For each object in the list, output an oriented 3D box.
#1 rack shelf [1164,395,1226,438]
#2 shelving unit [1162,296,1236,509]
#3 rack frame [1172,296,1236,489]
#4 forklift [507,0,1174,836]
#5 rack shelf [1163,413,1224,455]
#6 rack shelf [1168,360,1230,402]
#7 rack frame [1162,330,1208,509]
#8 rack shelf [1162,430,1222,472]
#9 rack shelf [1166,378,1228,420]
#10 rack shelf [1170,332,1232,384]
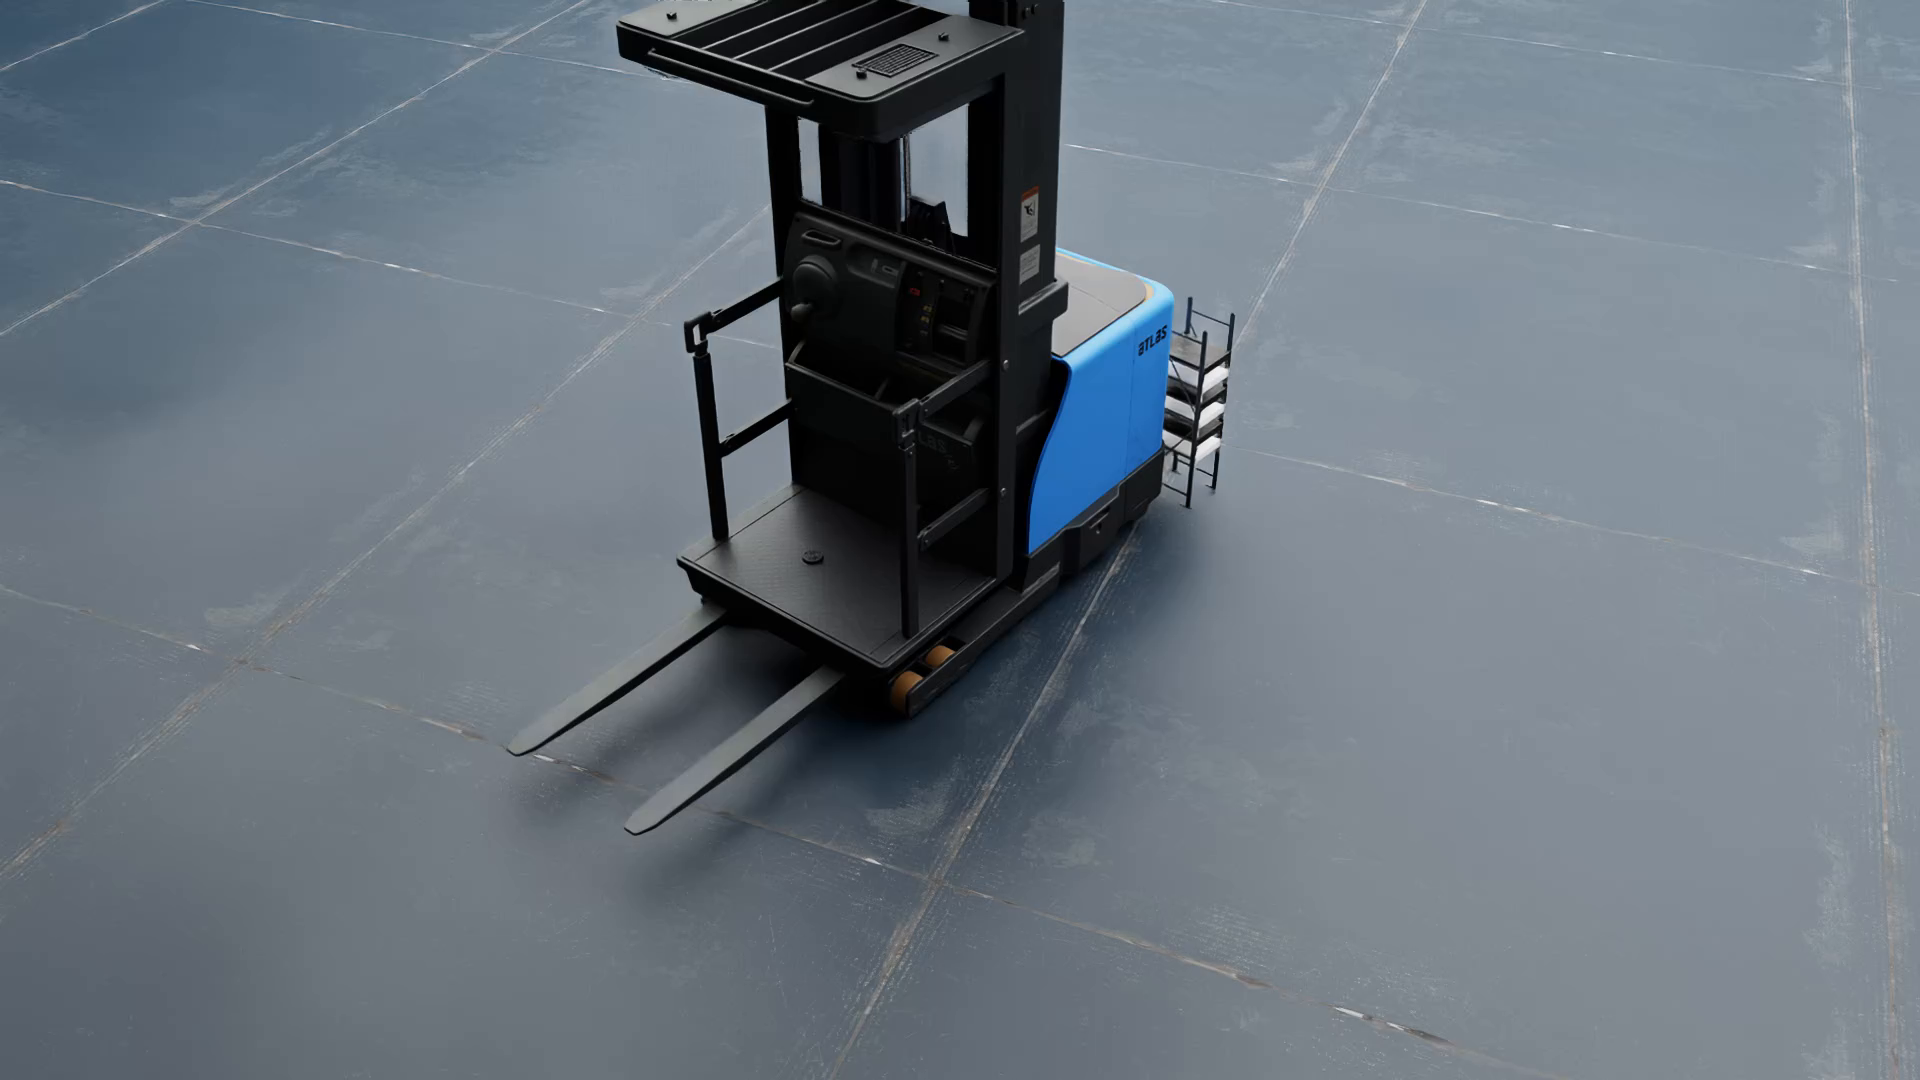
[{"bbox_3d":[1.006,-0.568,7.314,0.258,0.077,0.200,28,45,32],"label":"rack shelf"},{"bbox_3d":[1.006,-0.595,7.294,0.258,0.900,0.210,28,45,32],"label":"shelving unit"},{"bbox_3d":[1.073,-0.641,7.355,0.240,0.900,0.006,28,45,32],"label":"rack frame"},{"bbox_3d":[-0.408,-0.843,5.929,1.130,2.935,3.031,25,44,30],"label":"forklift"},{"bbox_3d":[1.006,-0.496,7.368,0.258,0.077,0.200,28,45,32],"label":"rack shelf"},{"bbox_3d":[1.005,-0.713,7.207,0.258,0.077,0.200,28,45,32],"label":"rack shelf"},{"bbox_3d":[0.938,-0.550,7.234,0.240,0.900,0.006,28,45,32],"label":"rack frame"},{"bbox_3d":[1.006,-0.424,7.422,0.258,0.077,0.200,28,45,32],"label":"rack shelf"},{"bbox_3d":[1.006,-0.640,7.261,0.258,0.077,0.200,28,45,32],"label":"rack shelf"},{"bbox_3d":[1.005,-0.785,7.153,0.258,0.077,0.200,28,45,32],"label":"rack shelf"}]
